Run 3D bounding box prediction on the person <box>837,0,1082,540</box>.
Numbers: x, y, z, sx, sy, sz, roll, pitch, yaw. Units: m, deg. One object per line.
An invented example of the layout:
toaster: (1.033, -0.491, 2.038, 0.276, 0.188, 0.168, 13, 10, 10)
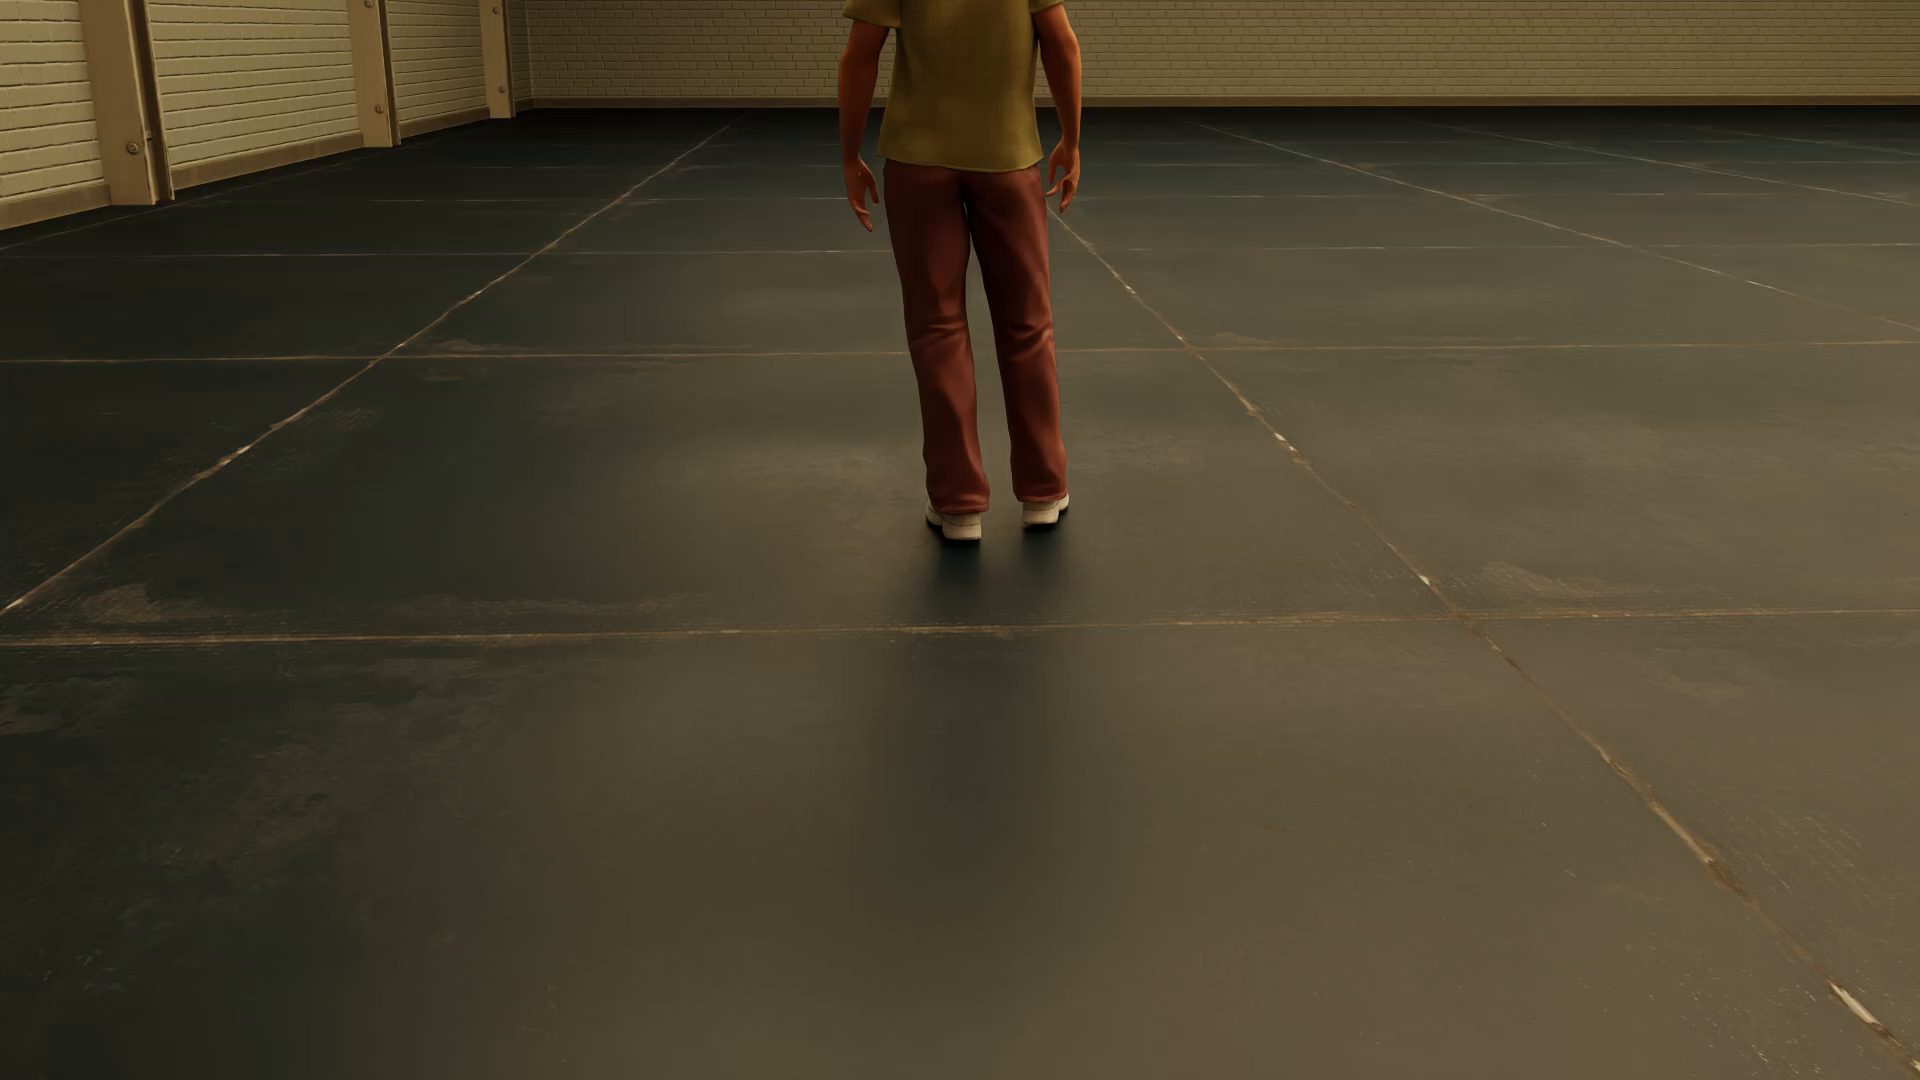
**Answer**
person: (0.008, -0.830, 3.742, 0.553, 1.673, 0.548, -1, 17, -3)
